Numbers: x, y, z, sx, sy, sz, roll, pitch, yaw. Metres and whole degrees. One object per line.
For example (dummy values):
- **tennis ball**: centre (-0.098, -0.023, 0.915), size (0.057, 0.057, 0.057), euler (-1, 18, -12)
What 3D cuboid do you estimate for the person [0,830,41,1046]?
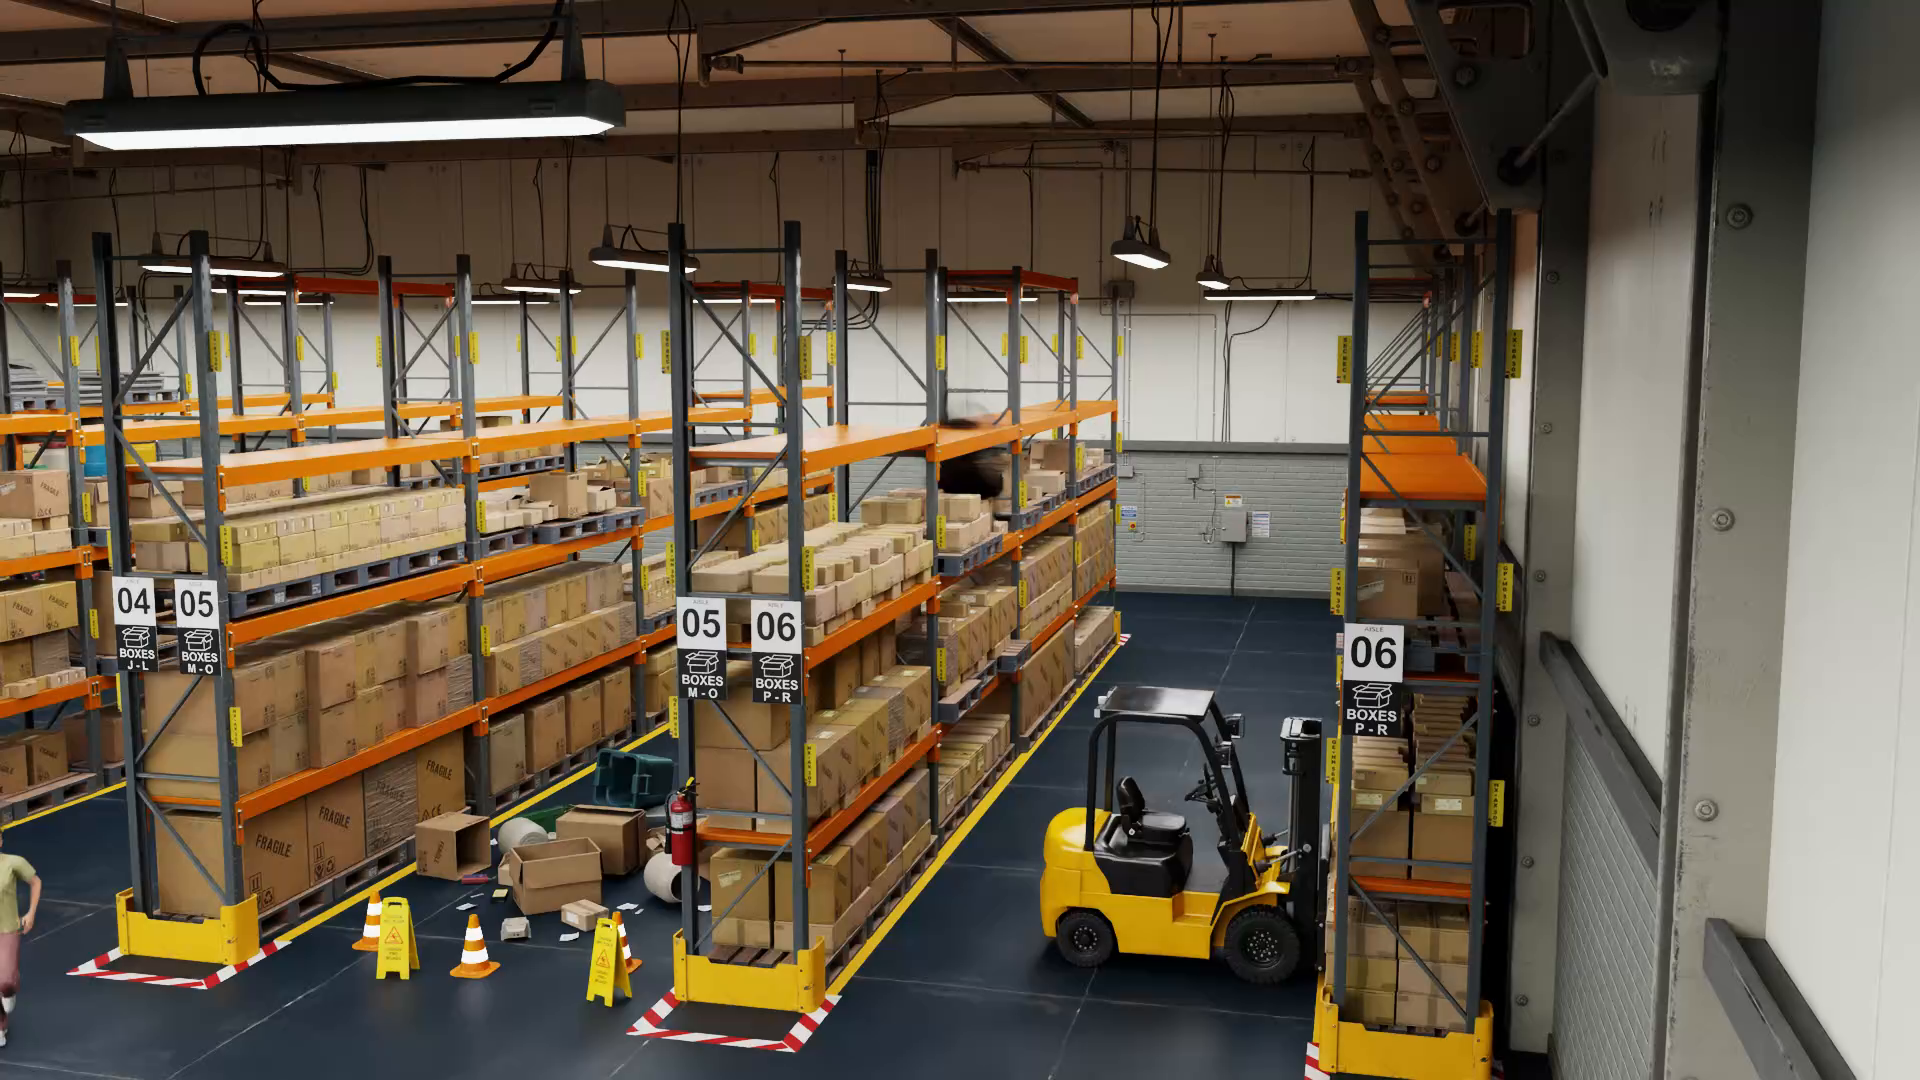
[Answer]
- **person**: centre (-7.127, 2.888, 12.301), size (0.610, 1.614, 0.571), euler (-4, 8, -28)
